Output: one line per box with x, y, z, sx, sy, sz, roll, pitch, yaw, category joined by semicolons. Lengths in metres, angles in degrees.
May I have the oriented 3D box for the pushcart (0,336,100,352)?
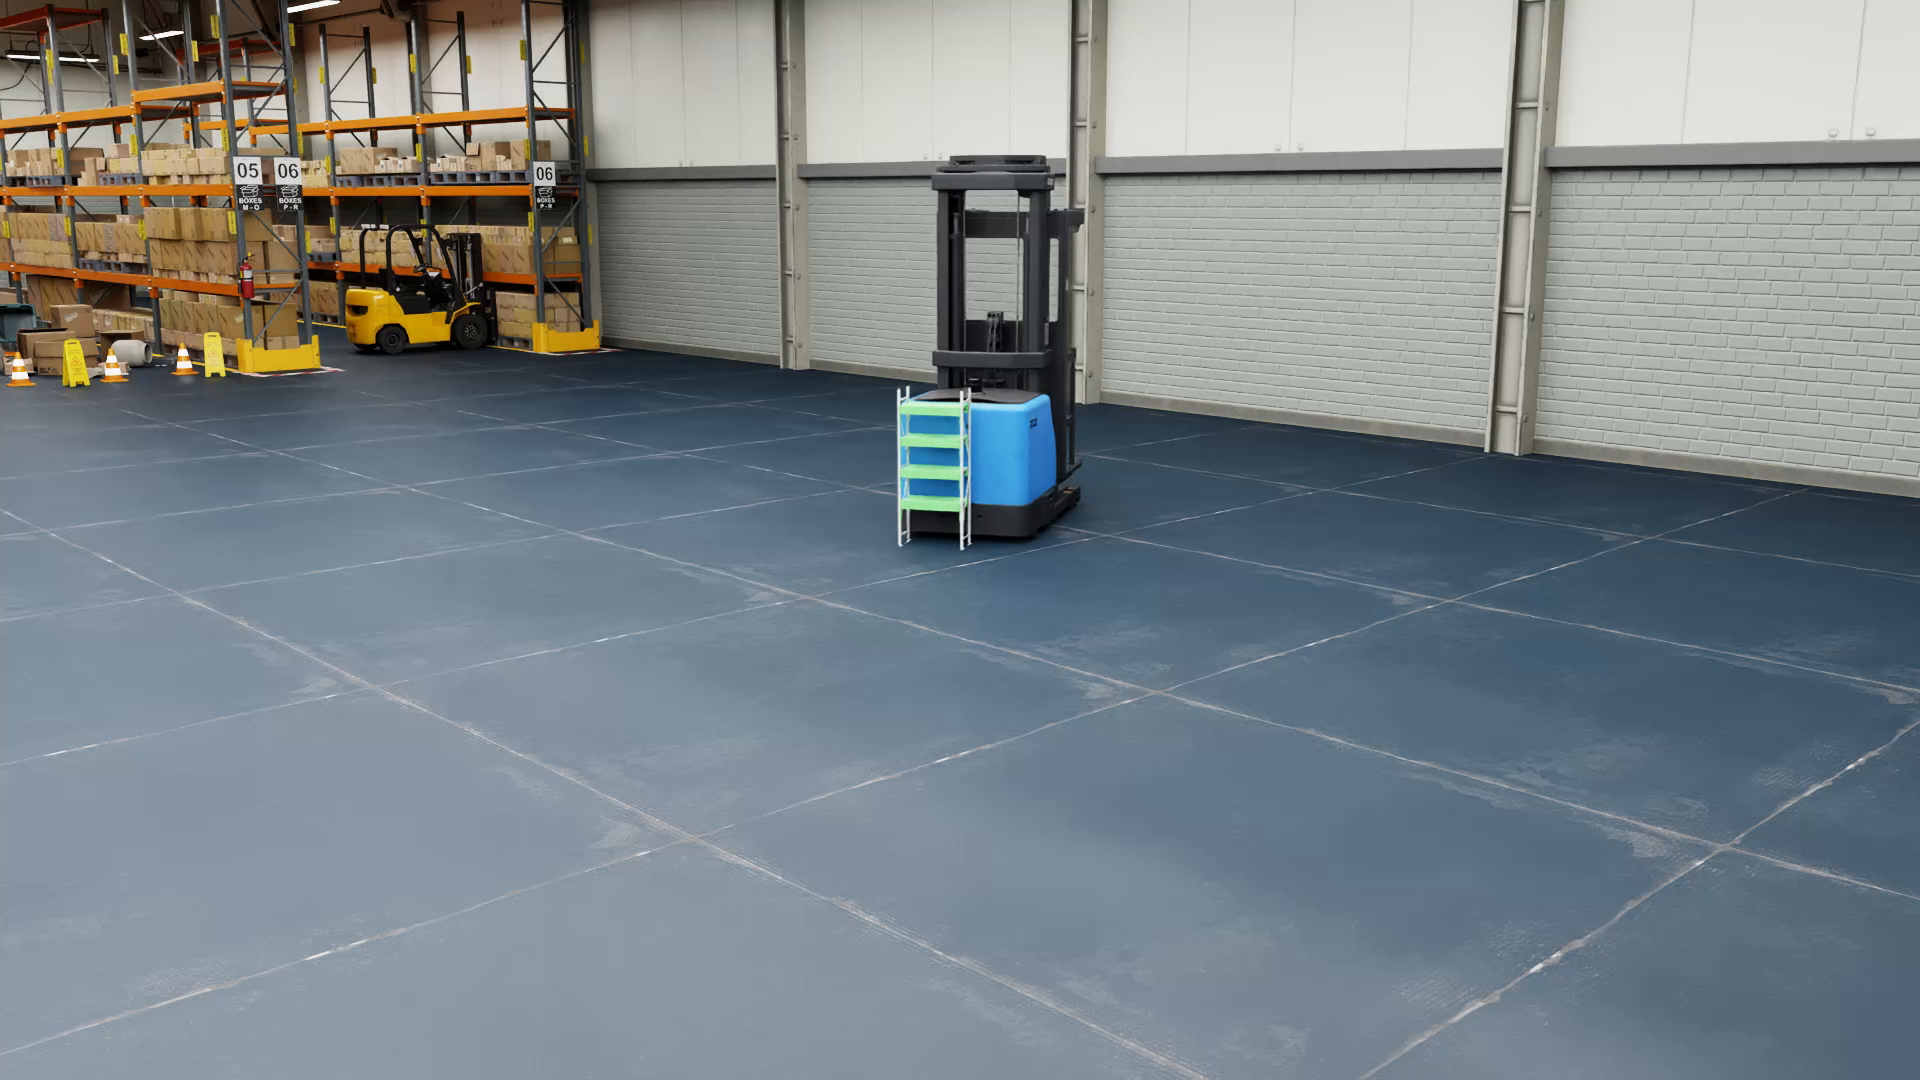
-14.835;-3.069;26.873;0.936;0.377;1.648;6;13;26;pushcart

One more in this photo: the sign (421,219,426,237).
-10.019;-5.822;31.063;0.100;0.325;0.005;-11;16;-43;sign

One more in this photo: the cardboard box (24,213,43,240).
-17.933;-6.136;32.537;0.500;0.500;0.500;11;16;44;cardboard box

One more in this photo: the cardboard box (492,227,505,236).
-8.042;-5.457;29.375;0.380;0.149;0.250;-10;16;-41;cardboard box

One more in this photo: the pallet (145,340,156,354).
-13.759;-3.426;29.018;1.003;0.211;1.213;-11;16;-43;pallet

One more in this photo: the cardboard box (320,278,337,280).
-13.770;-5.641;36.403;0.380;0.149;0.250;-11;16;-42;cardboard box

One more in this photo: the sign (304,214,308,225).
-14.759;-7.183;37.474;0.100;0.325;0.005;-11;16;-43;sign

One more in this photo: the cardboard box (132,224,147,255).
-13.705;-5.114;28.275;0.500;0.500;0.500;-11;16;-44;cardboard box

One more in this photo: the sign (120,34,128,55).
-13.618;-8.074;27.091;0.100;0.325;0.005;-11;16;-43;sign

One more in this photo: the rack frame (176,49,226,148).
-17.920;-10.060;39.441;1.000;3.000;0.127;-11;16;-43;rack frame

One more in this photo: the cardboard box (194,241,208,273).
-11.717;-4.477;26.225;0.500;0.500;0.500;-11;16;-43;cardboard box

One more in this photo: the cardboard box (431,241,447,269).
-9.515;-5.318;31.045;0.500;0.500;0.500;11;16;44;cardboard box

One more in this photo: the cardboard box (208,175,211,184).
-11.388;-5.575;25.728;0.380;0.149;0.250;-11;16;-42;cardboard box

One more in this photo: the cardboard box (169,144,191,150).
-13.685;-6.737;28.837;0.500;0.250;0.500;-11;16;-44;cardboard box

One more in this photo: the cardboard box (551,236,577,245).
-6.917;-5.239;29.052;0.250;0.149;0.380;11;16;44;cardboard box

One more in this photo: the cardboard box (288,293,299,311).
-14.270;-5.268;36.201;0.500;0.500;0.500;11;16;43;cardboard box

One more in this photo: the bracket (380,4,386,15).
-11.386;-10.602;33.151;0.235;0.232;0.430;-11;16;-43;bracket

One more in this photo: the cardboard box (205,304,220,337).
-11.563;-3.477;26.270;0.500;0.500;0.500;-10;15;-40;cardboard box

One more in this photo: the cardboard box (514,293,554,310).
-7.414;-4.159;28.962;0.500;0.250;0.500;-10;15;-41;cardboard box

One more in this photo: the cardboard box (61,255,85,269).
-16.520;-5.226;31.217;0.500;0.250;0.500;11;16;43;cardboard box

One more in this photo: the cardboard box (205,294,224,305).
-11.673;-3.801;26.232;0.380;0.149;0.250;-11;16;-42;cardboard box

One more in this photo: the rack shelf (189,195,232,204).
-16.539;-7.947;38.399;1.077;0.370;4.000;-11;16;-43;rack shelf

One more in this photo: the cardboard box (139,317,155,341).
-13.584;-3.673;28.778;0.950;0.372;0.625;-11;16;-42;cardboard box

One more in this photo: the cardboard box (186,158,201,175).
-11.714;-5.822;25.936;0.500;0.250;0.500;-10;16;-41;cardboard box

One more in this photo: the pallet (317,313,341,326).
-12.883;-4.703;35.215;1.003;0.211;1.213;-11;16;-43;pallet

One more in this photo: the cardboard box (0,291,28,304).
-19.720;-5.034;35.220;0.875;0.438;0.875;11;16;43;cardboard box

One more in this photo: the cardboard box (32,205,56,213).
-18.775;-6.785;34.076;0.380;0.149;0.250;-11;16;-43;cardboard box

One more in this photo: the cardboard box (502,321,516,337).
-7.760;-3.744;29.425;0.500;0.250;0.500;-11;16;-43;cardboard box

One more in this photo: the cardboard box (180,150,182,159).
-12.105;-6.108;26.339;0.380;0.149;0.250;-10;16;-41;cardboard box

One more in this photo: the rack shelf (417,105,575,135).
-8.252;-7.469;29.637;1.077;0.370;4.000;-11;16;-43;rack shelf

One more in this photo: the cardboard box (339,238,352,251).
-12.283;-6.024;33.847;0.500;0.250;0.500;-11;16;-43;cardboard box

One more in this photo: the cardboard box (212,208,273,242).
-10.969;-4.823;25.425;0.500;0.500;0.700;11;16;44;cardboard box

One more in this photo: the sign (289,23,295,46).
-10.065;-7.605;25.012;0.100;0.325;0.005;-11;16;-43;sign

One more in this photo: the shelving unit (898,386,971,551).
-0.193;-0.545;12.581;0.503;1.200;0.258;3;12;15;shelving unit

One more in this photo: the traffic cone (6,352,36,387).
-13.308;-2.423;23.525;0.336;0.463;0.334;-11;16;-43;traffic cone

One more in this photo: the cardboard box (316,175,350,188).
-12.925;-7.391;34.291;0.500;0.250;0.500;11;16;43;cardboard box

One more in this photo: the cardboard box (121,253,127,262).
-14.327;-4.908;28.882;0.380;0.149;0.250;-11;16;-42;cardboard box

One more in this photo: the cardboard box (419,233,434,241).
-10.029;-5.756;31.562;0.380;0.149;0.250;-10;15;-41;cardboard box

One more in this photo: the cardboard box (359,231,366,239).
-11.817;-6.124;33.349;0.380;0.149;0.250;-11;16;-42;cardboard box

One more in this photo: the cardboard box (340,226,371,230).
-12.638;-6.306;34.797;0.500;0.500;0.500;-10;15;-40;cardboard box

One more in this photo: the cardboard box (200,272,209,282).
-11.805;-4.173;26.357;0.380;0.149;0.250;-11;16;-43;cardboard box

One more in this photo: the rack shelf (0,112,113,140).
-17.364;-7.944;31.944;1.077;0.370;4.000;-11;16;-43;rack shelf

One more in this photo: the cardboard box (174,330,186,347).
-12.631;-3.337;27.450;0.500;0.250;0.500;-10;15;-39;cardboard box

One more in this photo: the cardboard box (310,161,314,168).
-13.317;-7.828;34.686;0.380;0.149;0.250;-11;16;-43;cardboard box

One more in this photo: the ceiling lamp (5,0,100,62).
-21.455;-12.986;39.176;2.000;3.185;0.800;-11;16;-43;ceiling lamp

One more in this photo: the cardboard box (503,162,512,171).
-7.662;-6.466;28.764;0.250;0.149;0.380;11;16;44;cardboard box

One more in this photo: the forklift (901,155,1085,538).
0.412;-1.707;13.932;1.130;2.935;3.031;3;12;15;forklift

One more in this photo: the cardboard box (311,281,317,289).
-13.602;-5.452;35.485;0.380;0.149;0.250;-11;16;-43;cardboard box

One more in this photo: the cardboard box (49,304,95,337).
-14.487;-3.573;27.136;0.500;0.500;0.500;-11;16;-43;cardboard box

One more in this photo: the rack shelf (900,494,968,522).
-0.193;-0.247;12.642;0.480;0.148;0.258;3;12;15;rack shelf
